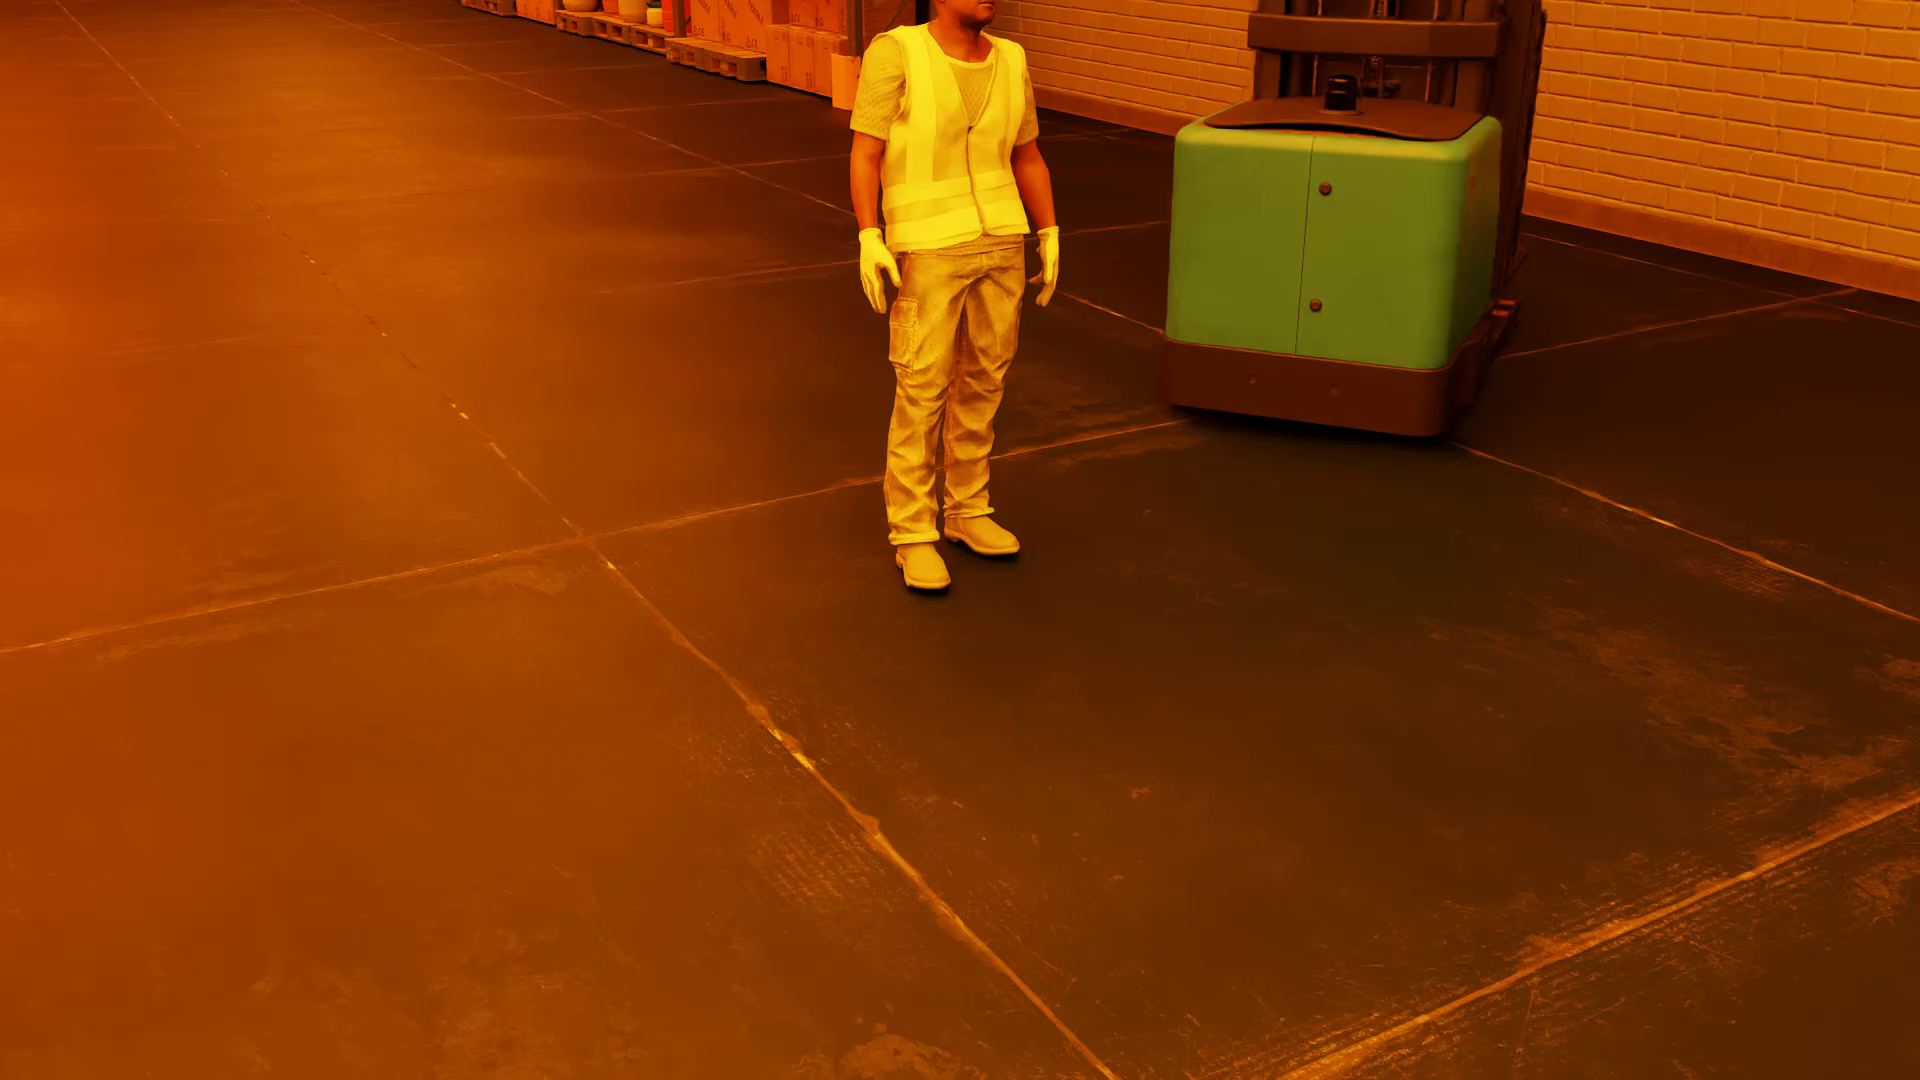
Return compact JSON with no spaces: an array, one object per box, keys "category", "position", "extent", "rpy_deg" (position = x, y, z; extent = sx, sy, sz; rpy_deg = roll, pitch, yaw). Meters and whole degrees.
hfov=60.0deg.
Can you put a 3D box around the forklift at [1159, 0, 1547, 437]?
[{"category":"forklift","position":[1.825,-2.242,6.738],"extent":[1.130,2.935,3.031],"rpy_deg":[10,24,23]}]

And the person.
[{"category":"person","position":[0.028,-0.807,4.732],"extent":[0.656,1.782,0.577],"rpy_deg":[-12,25,-28]}]
